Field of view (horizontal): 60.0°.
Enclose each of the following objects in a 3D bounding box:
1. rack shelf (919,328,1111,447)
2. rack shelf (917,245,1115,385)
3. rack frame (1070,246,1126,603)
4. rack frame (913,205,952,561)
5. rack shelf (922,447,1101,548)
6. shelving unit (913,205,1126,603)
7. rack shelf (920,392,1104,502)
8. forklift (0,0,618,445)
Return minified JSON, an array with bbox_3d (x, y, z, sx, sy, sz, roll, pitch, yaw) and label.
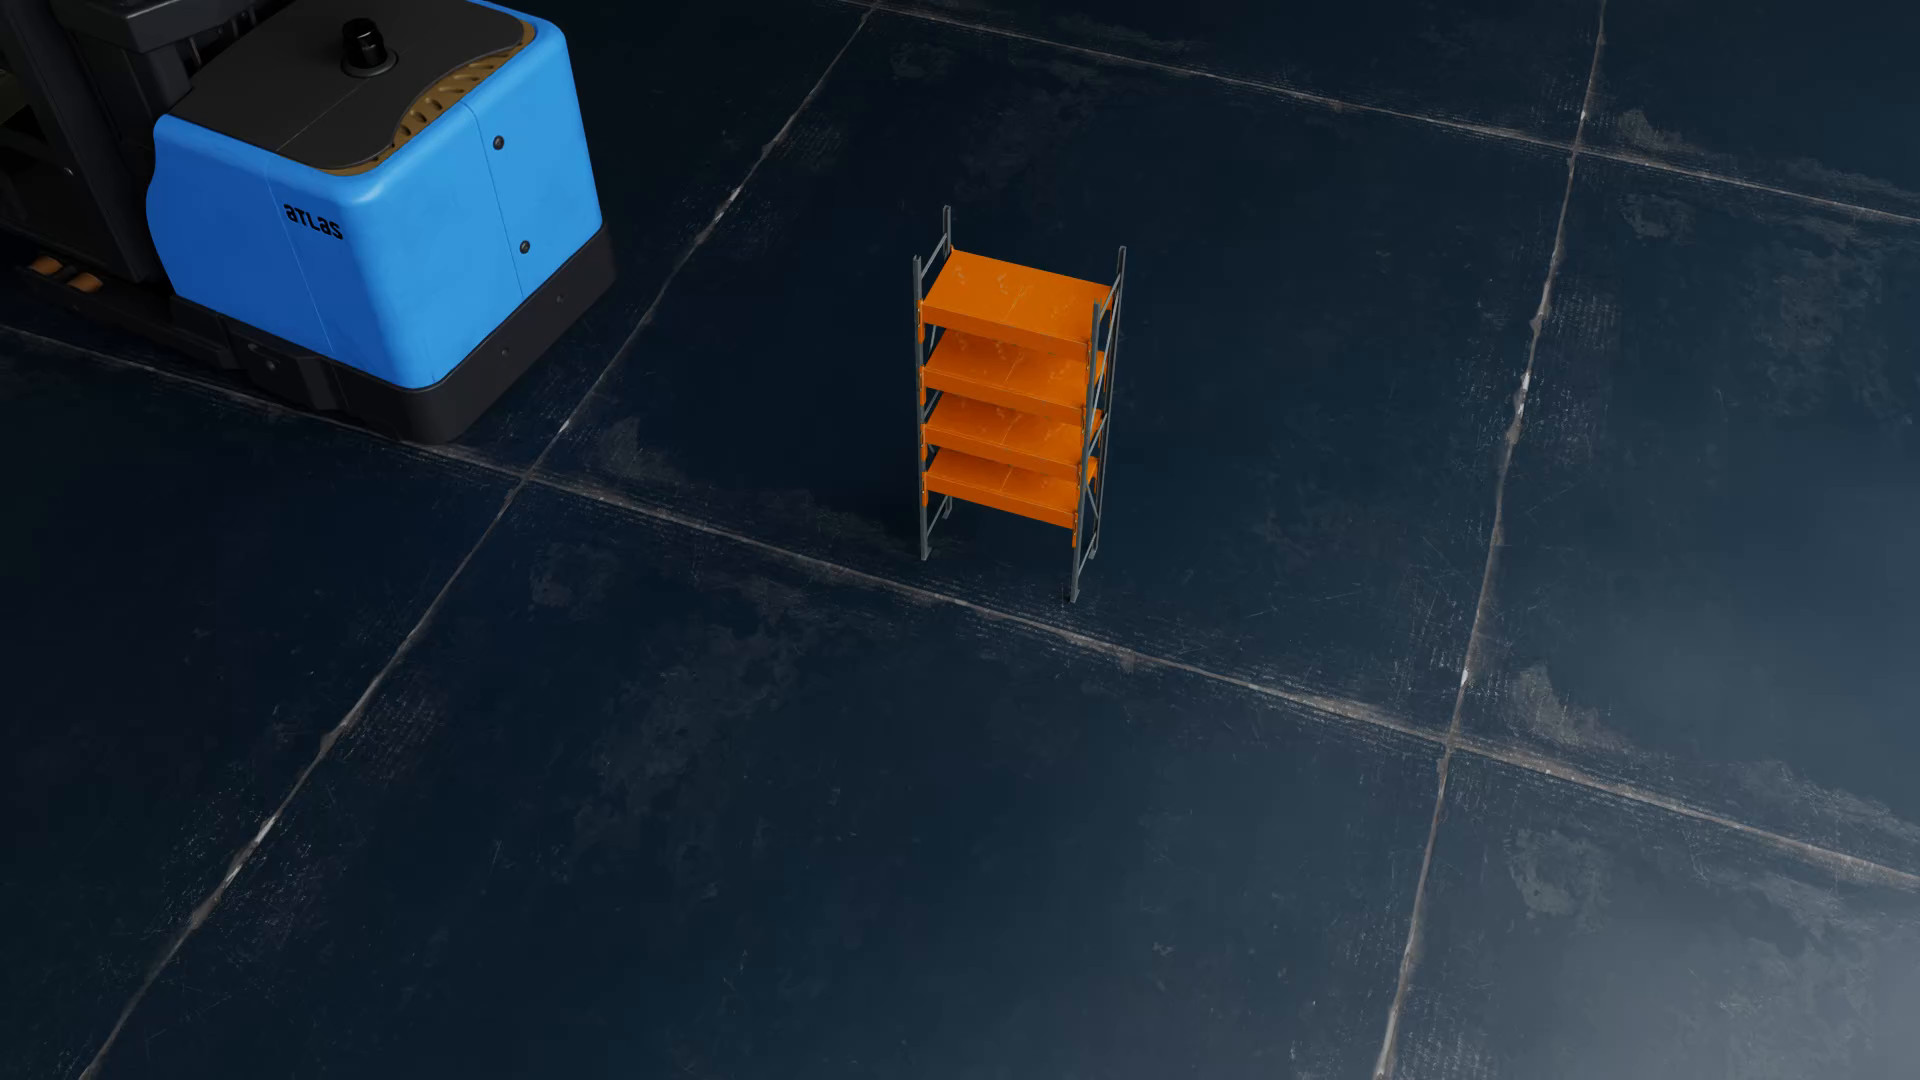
[{"bbox_3d":[0.155,-0.452,4.641,0.480,0.148,0.258,16,51,13],"label":"rack shelf"},{"bbox_3d":[0.155,-0.607,4.462,0.480,0.148,0.258,16,51,13],"label":"rack shelf"},{"bbox_3d":[0.384,-0.286,4.704,0.015,1.200,0.240,16,51,13],"label":"rack frame"},{"bbox_3d":[-0.074,-0.414,4.814,0.015,1.200,0.240,16,51,13],"label":"rack frame"},{"bbox_3d":[0.155,-0.176,4.960,0.480,0.148,0.258,16,51,13],"label":"rack shelf"},{"bbox_3d":[0.155,-0.350,4.759,0.503,1.200,0.258,16,51,13],"label":"shelving unit"},{"bbox_3d":[0.155,-0.306,4.810,0.480,0.148,0.258,16,51,13],"label":"rack shelf"},{"bbox_3d":[-2.779,-2.076,5.110,3.031,2.935,1.130,22,52,18],"label":"forklift"}]
